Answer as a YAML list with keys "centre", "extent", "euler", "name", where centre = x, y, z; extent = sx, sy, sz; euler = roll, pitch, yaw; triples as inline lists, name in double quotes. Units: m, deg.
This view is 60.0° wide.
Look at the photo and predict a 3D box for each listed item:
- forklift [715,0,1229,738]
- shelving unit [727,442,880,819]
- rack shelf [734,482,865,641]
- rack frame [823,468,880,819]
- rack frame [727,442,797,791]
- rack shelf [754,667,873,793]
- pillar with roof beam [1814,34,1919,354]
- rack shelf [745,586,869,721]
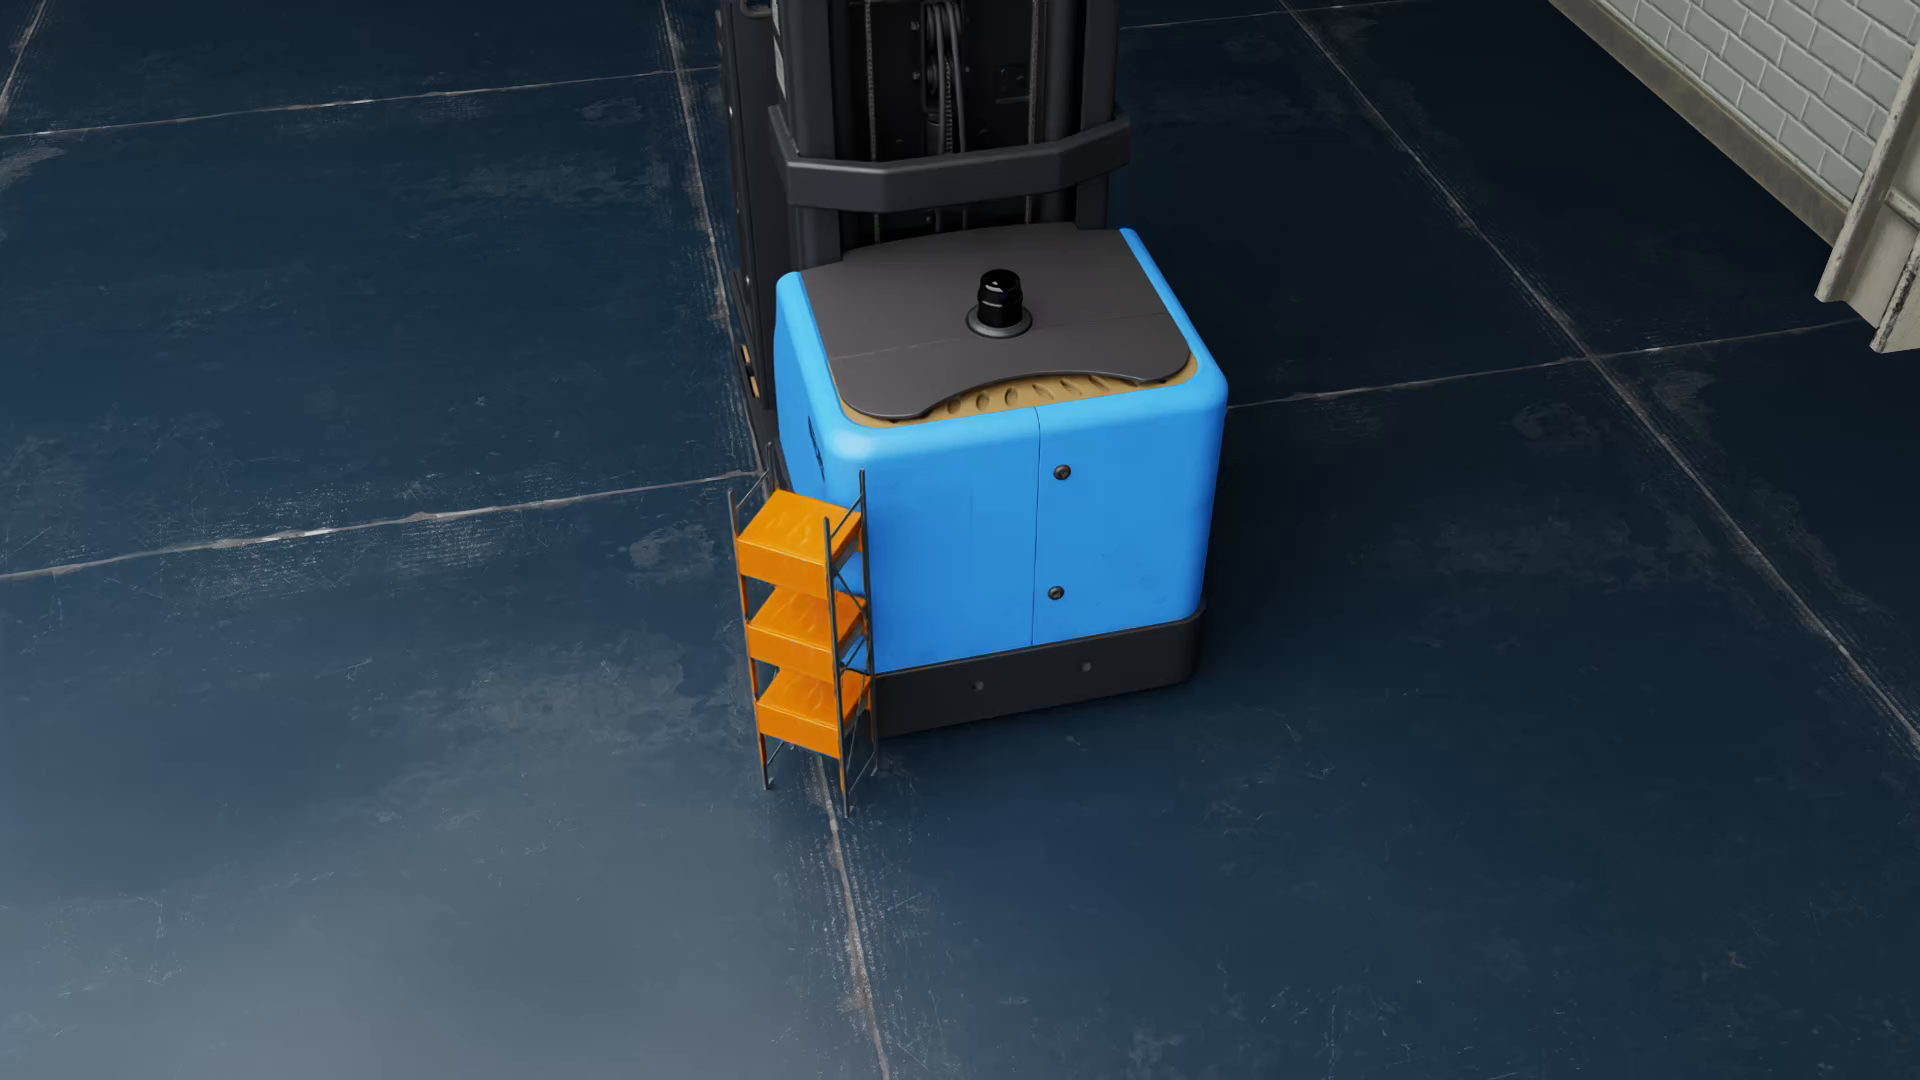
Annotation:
- centre: [-0.167, -1.546, 4.783]
  extent: [1.130, 2.935, 3.031]
  euler: [-9, 42, -10]
  name: "forklift"
- centre: [-0.375, 0.255, 4.172]
  extent: [0.252, 1.050, 0.215]
  euler: [16, 44, 17]
  name: "shelving unit"
- centre: [-0.375, 0.051, 3.990]
  extent: [0.240, 0.259, 0.215]
  euler: [16, 44, 17]
  name: "rack shelf"
- centre: [-0.263, 0.287, 4.136]
  extent: [0.008, 1.050, 0.200]
  euler: [16, 44, 17]
  name: "rack frame"
- centre: [-0.487, 0.223, 4.208]
  extent: [0.008, 1.050, 0.200]
  euler: [16, 44, 17]
  name: "rack frame"
- centre: [-0.375, 0.470, 4.364]
  extent: [0.240, 0.259, 0.215]
  euler: [16, 44, 17]
  name: "rack shelf"
- centre: [-0.779, -3.573, 2.496]
  extent: [9.100, 9.000, 0.400]
  euler: [-8, 42, -9]
  name: "pillar with roof beam"
- centre: [-0.375, 0.263, 4.179]
  extent: [0.240, 0.259, 0.215]
  euler: [16, 44, 17]
  name: "rack shelf"
